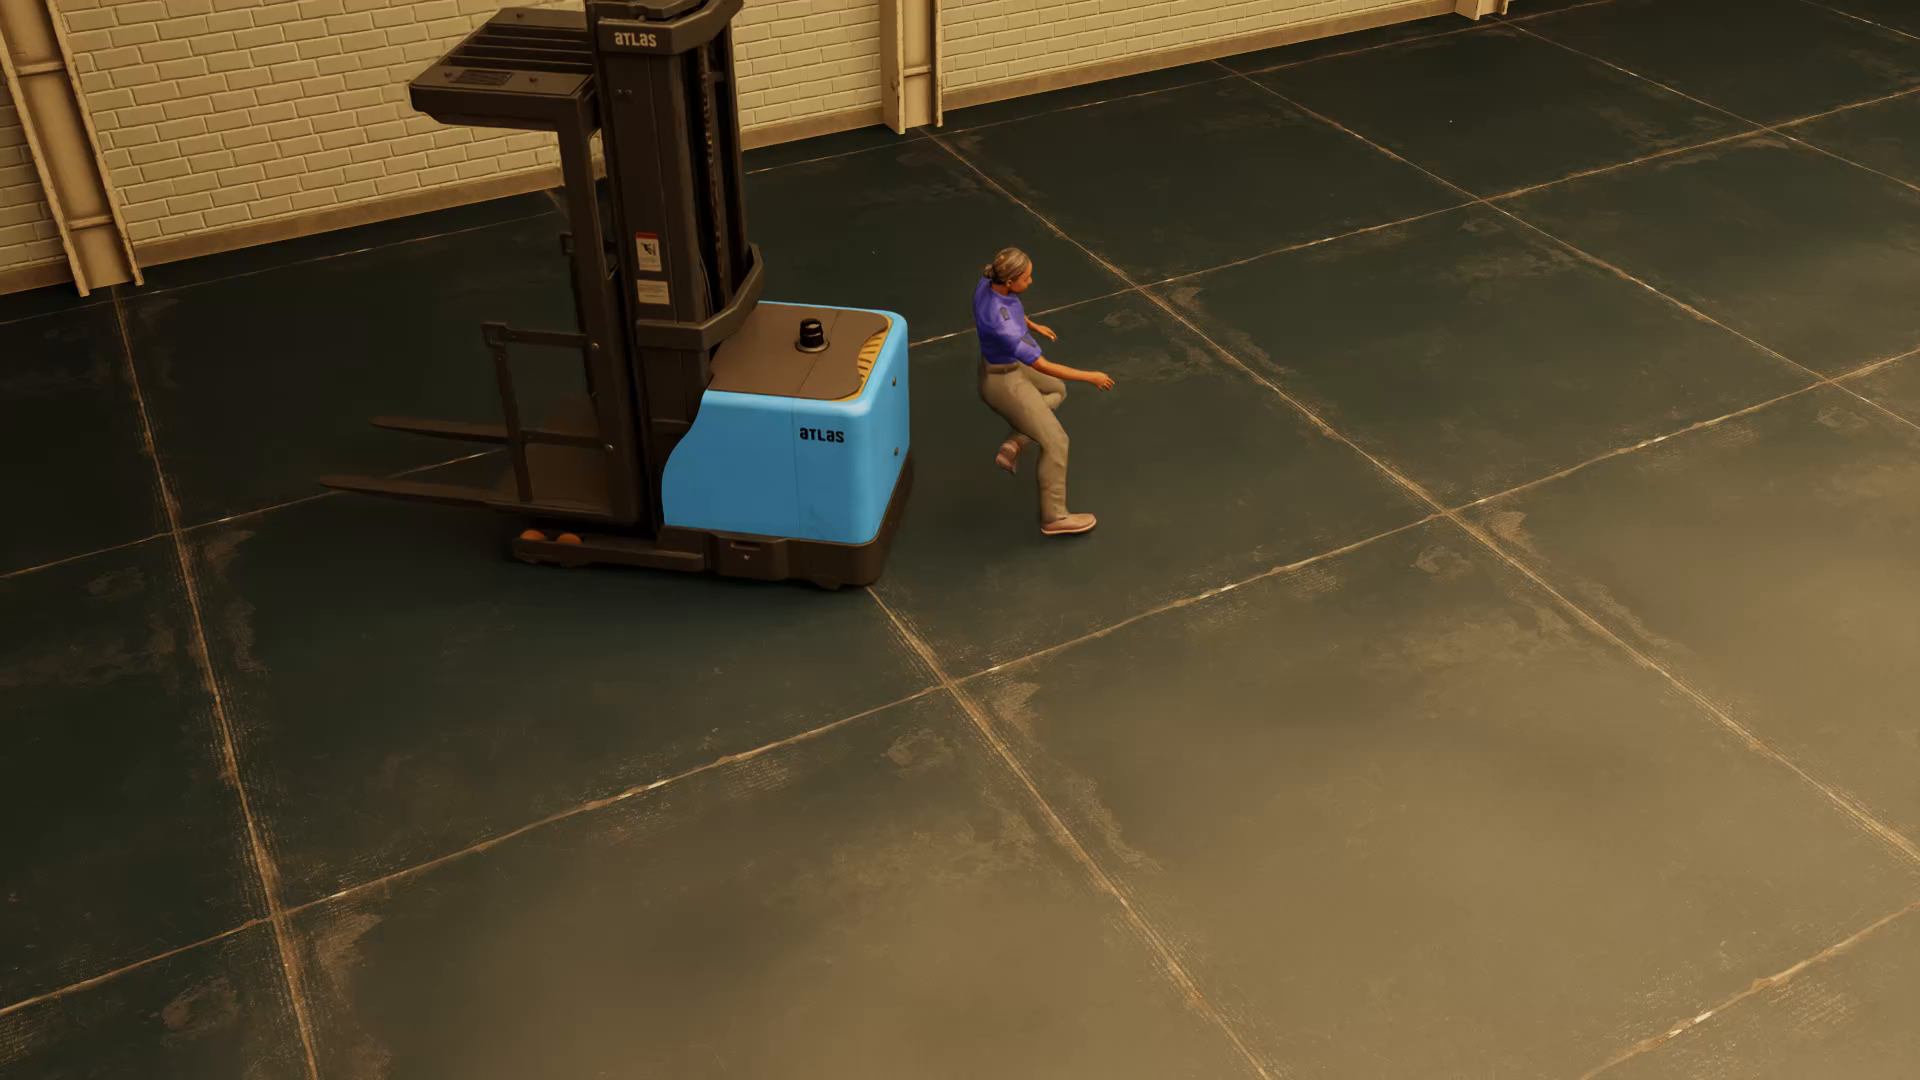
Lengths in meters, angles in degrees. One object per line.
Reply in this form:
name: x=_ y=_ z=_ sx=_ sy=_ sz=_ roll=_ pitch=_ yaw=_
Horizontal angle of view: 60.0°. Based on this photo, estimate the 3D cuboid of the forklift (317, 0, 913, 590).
forklift: x=-1.820 y=-1.354 z=8.038 sx=3.031 sy=2.935 sz=1.130 roll=6 pitch=36 yaw=8

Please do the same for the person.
person: x=0.421 y=-0.838 z=8.553 sx=0.696 sy=1.486 sz=0.755 roll=-3 pitch=35 yaw=-4
